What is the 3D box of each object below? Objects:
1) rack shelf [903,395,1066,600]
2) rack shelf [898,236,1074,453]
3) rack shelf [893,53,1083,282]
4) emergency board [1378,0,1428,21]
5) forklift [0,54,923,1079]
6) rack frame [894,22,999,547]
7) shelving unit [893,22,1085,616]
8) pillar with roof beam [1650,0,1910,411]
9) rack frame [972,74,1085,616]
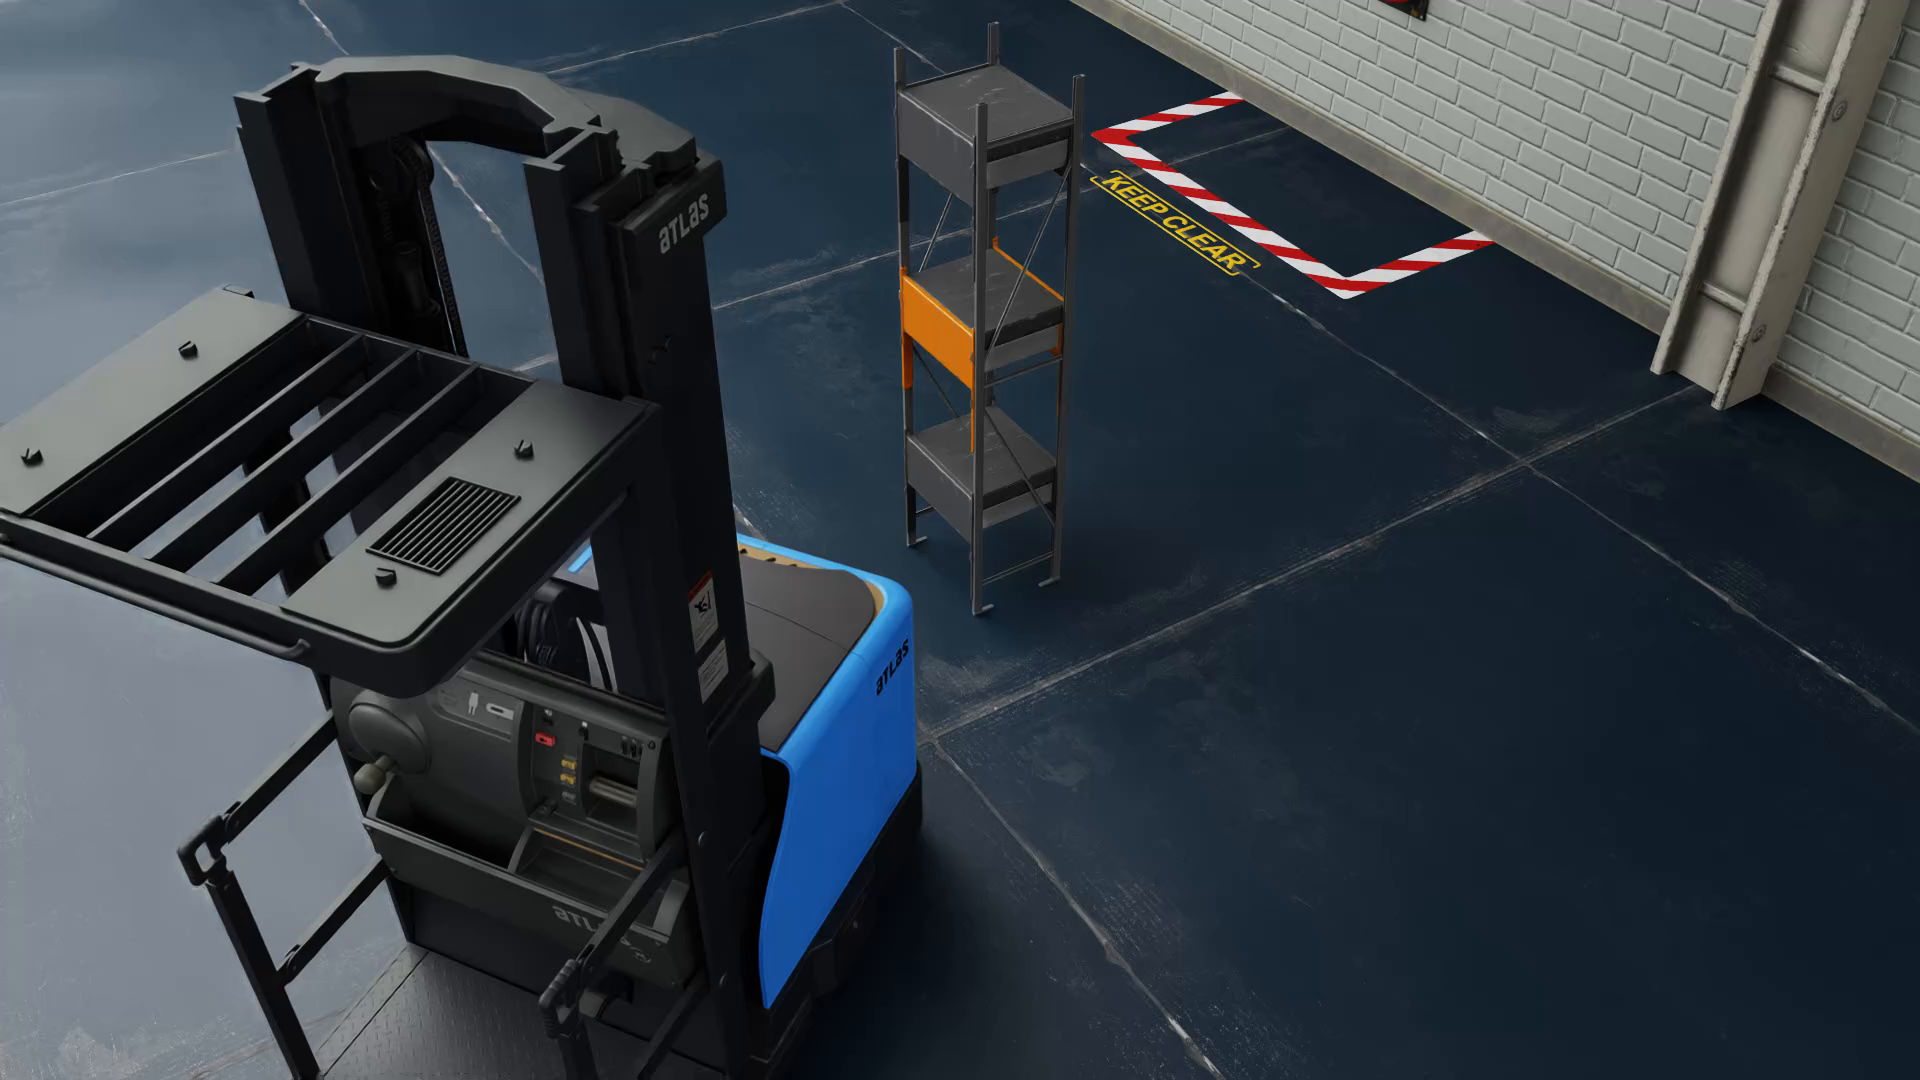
[{"bbox_3d":[0.089,-0.169,6.427,0.431,0.518,0.480,-22,45,-24],"label":"rack shelf"},{"bbox_3d":[0.089,-0.707,5.979,0.431,0.518,0.480,-22,45,-24],"label":"rack shelf"},{"bbox_3d":[0.089,-1.245,5.531,0.431,0.518,0.480,-22,45,-24],"label":"rack shelf"},{"bbox_3d":[2.131,-3.236,8.290,0.194,1.169,0.643,-22,45,-24],"label":"emergency board"},{"bbox_3d":[-1.191,0.565,3.783,1.130,2.935,3.031,16,42,18],"label":"forklift"},{"bbox_3d":[-0.042,-0.849,6.129,0.400,2.100,0.015,-22,45,-24],"label":"rack frame"},{"bbox_3d":[0.089,-0.717,5.971,0.431,2.100,0.503,-22,45,-24],"label":"shelving unit"},{"bbox_3d":[-0.202,-2.712,2.975,9.100,9.000,0.400,-22,45,-24],"label":"pillar with roof beam"},{"bbox_3d":[0.220,-0.586,5.813,0.400,2.100,0.015,-22,45,-24],"label":"rack frame"}]
